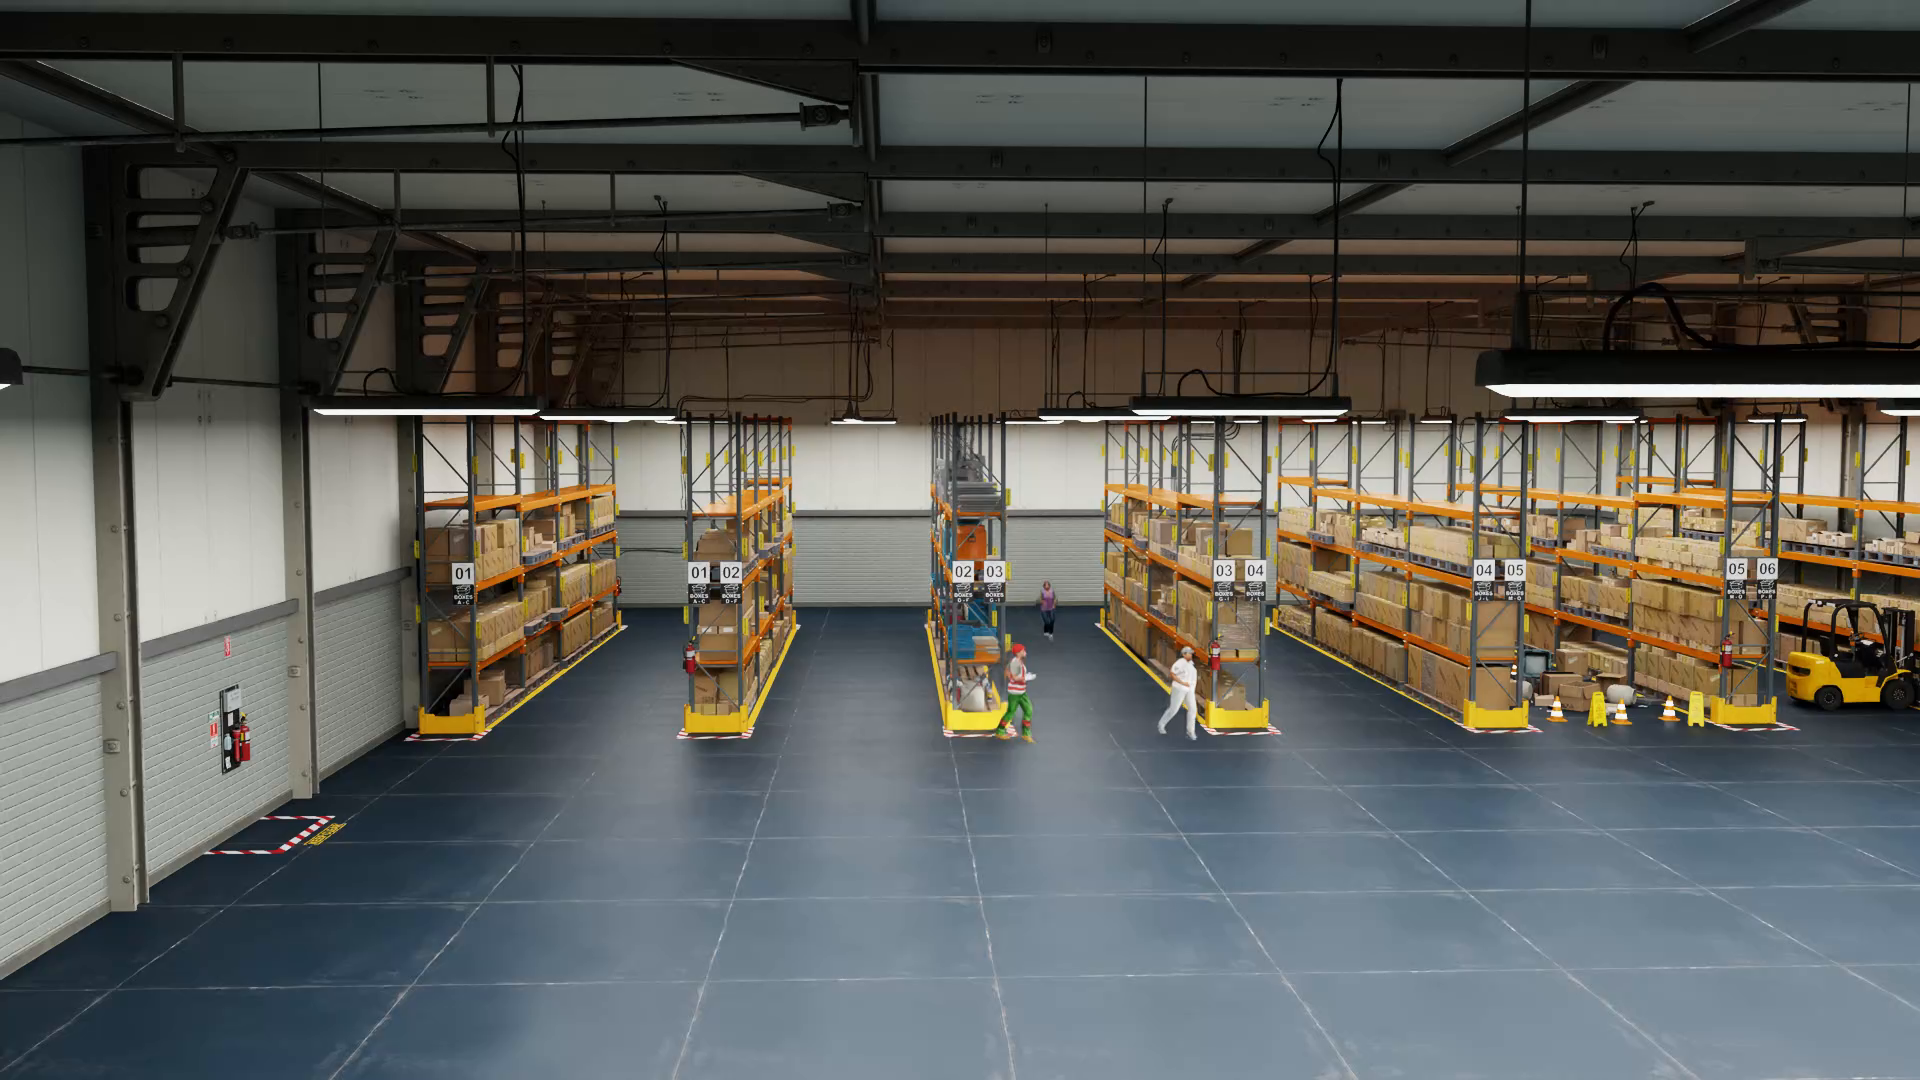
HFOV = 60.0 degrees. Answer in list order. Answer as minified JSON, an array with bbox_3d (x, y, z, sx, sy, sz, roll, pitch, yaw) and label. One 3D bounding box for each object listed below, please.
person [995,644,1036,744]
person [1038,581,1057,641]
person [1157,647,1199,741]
[{"bbox_3d":[1.004,2.797,30.003,0.792,1.851,0.616,1,4,17],"label":"person"},{"bbox_3d":[2.277,1.832,43.197,0.511,1.561,0.676,0,4,-4],"label":"person"},{"bbox_3d":[4.139,2.811,30.731,0.697,1.676,0.871,-3,5,-36],"label":"person"}]
